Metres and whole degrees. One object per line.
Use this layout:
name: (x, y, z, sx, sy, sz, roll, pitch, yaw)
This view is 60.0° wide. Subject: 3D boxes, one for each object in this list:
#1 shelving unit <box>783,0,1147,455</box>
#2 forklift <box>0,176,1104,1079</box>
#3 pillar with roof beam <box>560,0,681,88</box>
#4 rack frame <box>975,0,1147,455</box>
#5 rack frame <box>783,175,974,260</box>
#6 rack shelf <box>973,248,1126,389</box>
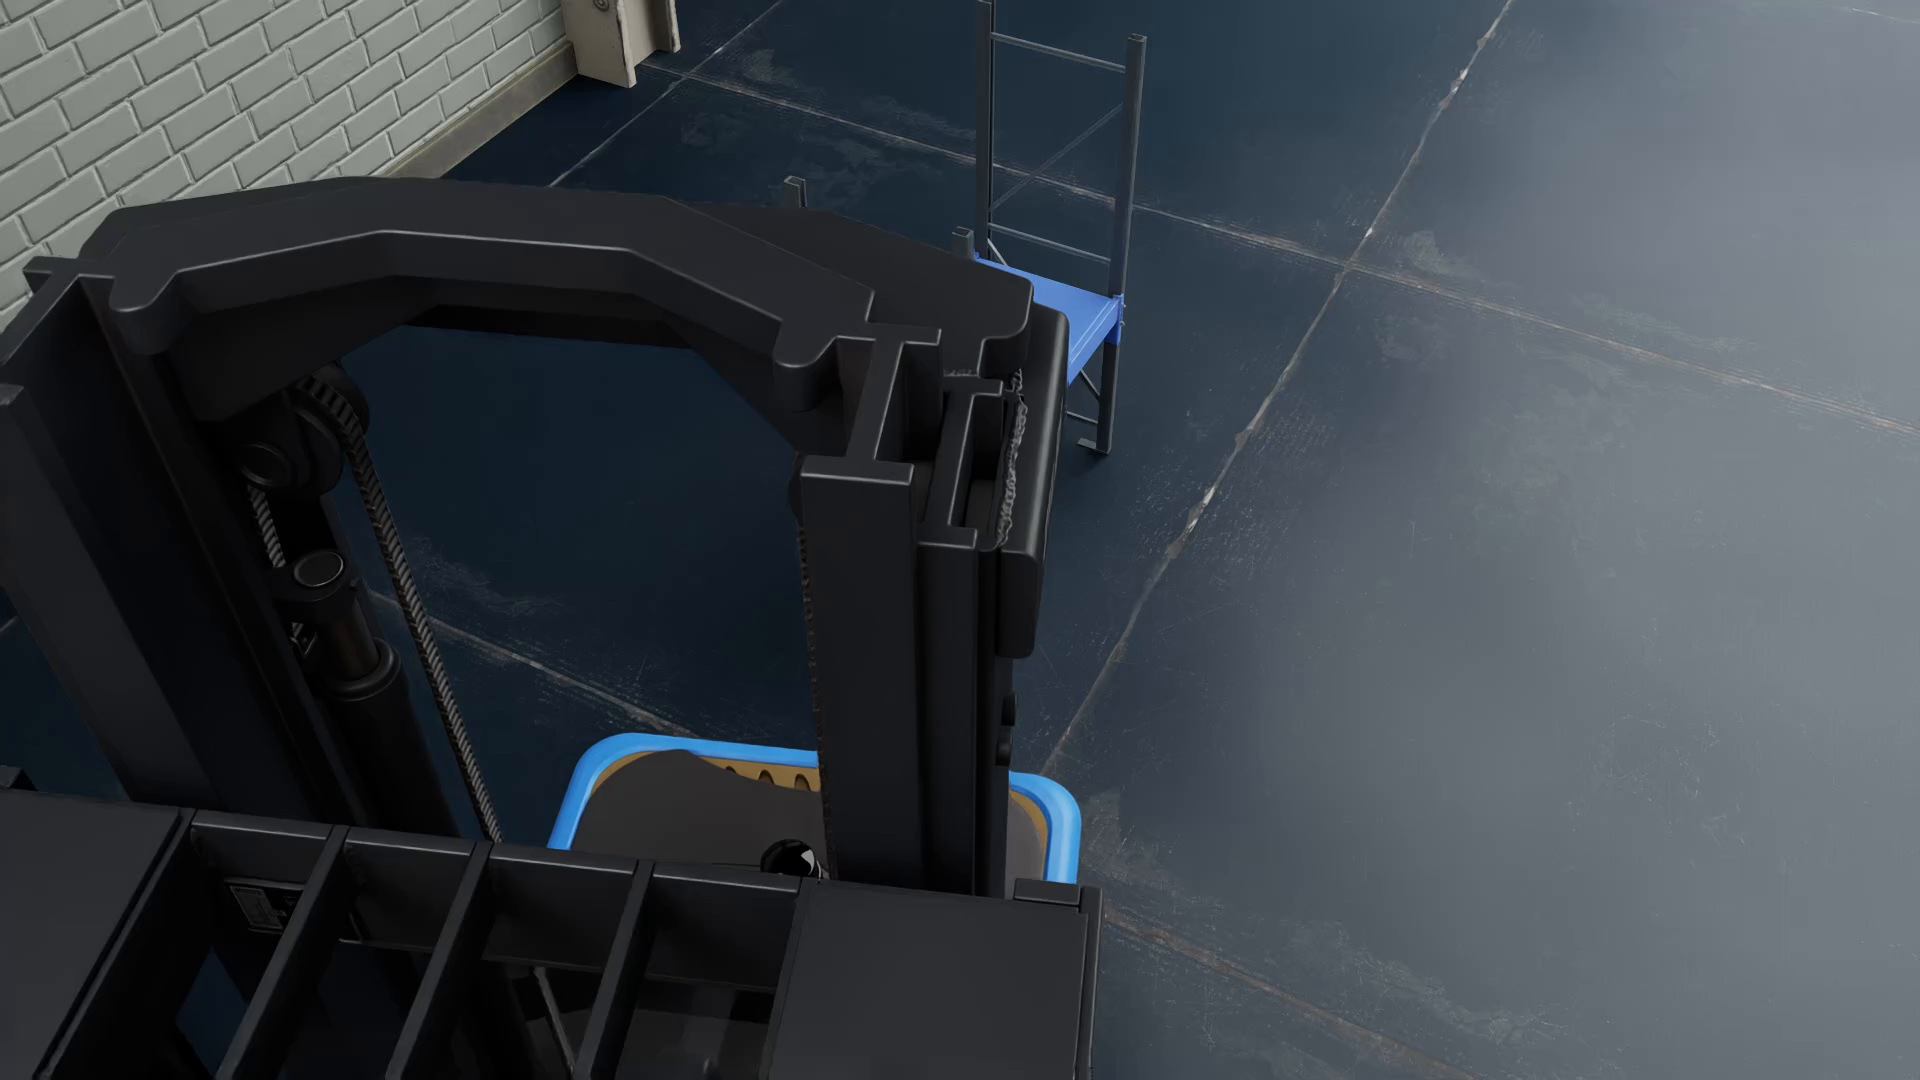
shelving unit: (0.040, -0.581, 4.770, 0.538, 1.500, 1.048, 20, 49, 19)
forklift: (-0.450, 1.191, 2.012, 1.130, 2.935, 3.031, 5, 46, 5)
pillar with roof beam: (2.342, -3.867, 2.745, 9.100, 9.000, 0.400, 20, 49, 19)
rack frame: (0.276, -0.901, 5.086, 0.500, 1.500, 0.032, 20, 49, 19)
rack frame: (-0.196, -0.261, 4.453, 0.500, 1.500, 0.032, 20, 49, 19)
rack shelf: (0.040, -0.455, 4.898, 0.538, 0.185, 1.000, 20, 49, 19)
